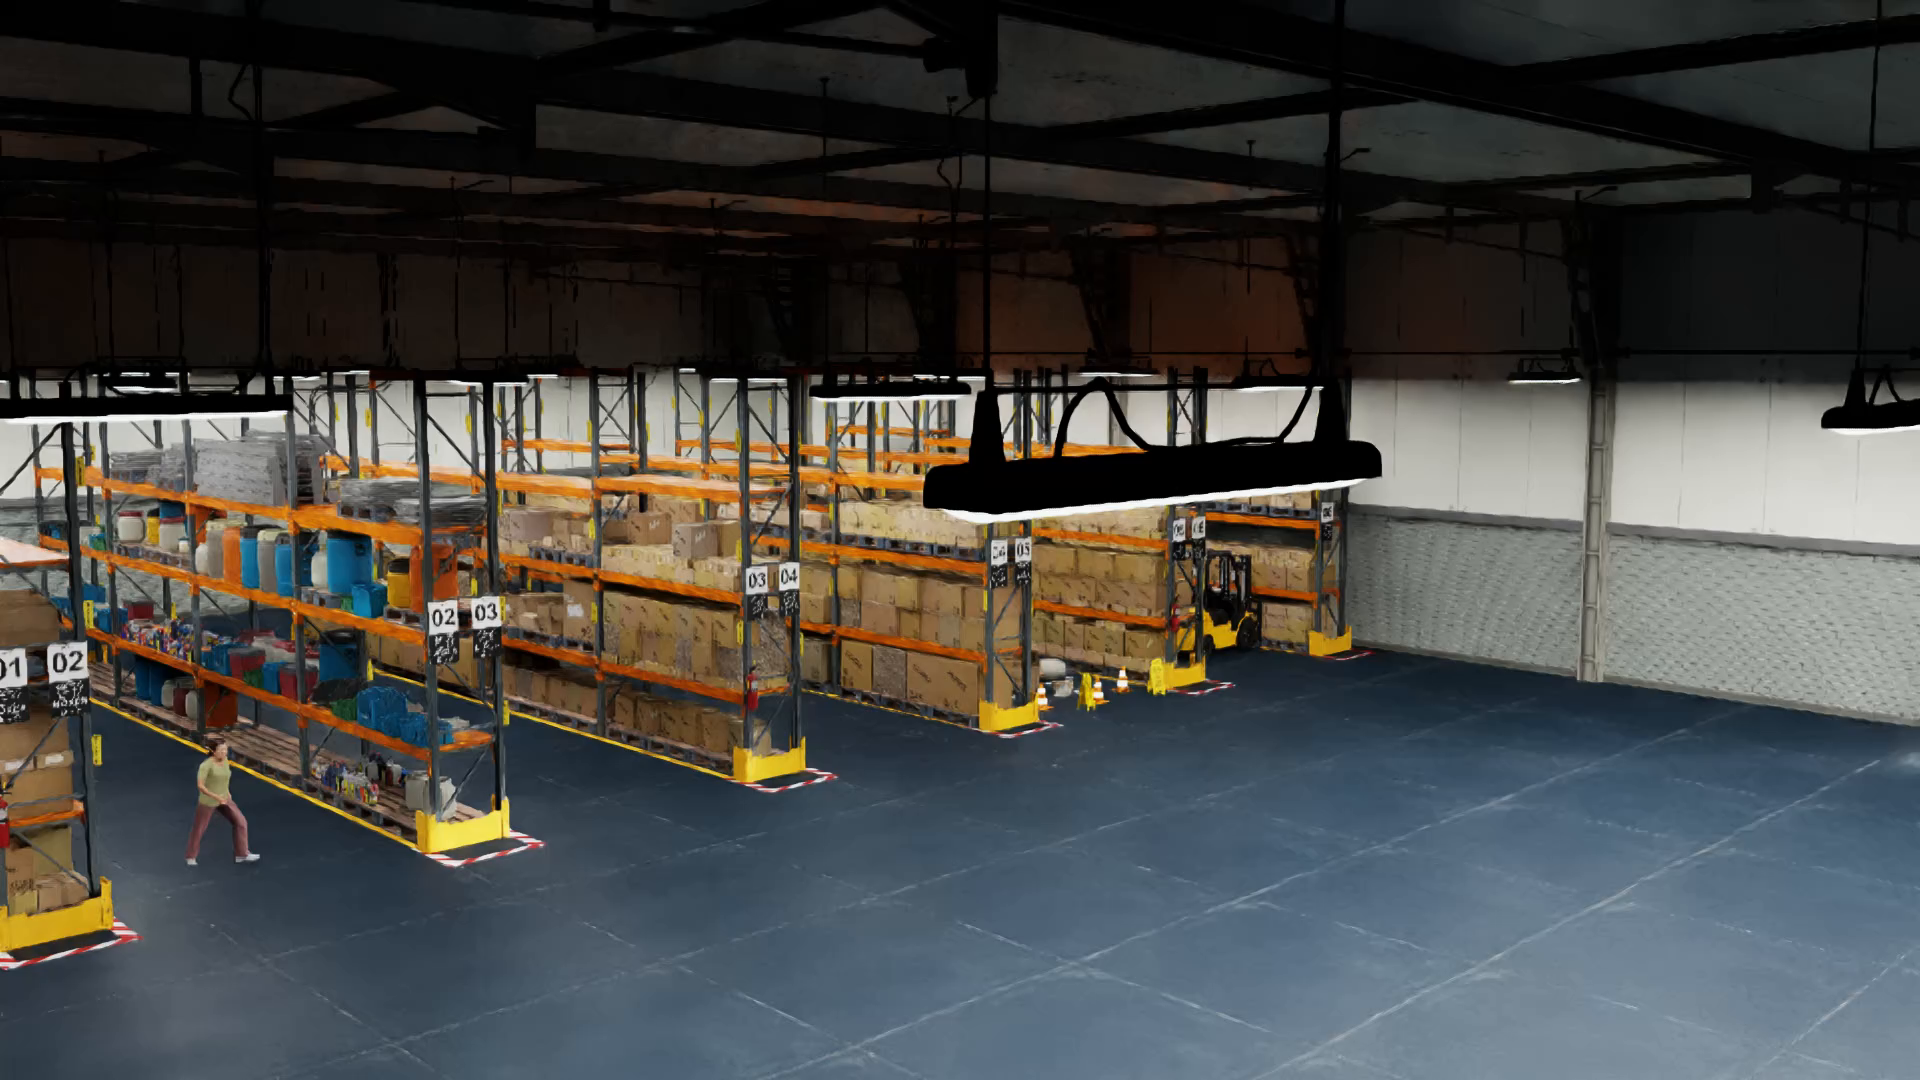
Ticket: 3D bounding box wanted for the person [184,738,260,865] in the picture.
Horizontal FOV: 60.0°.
[{"bbox_3d":[-9.205,3.210,20.542,0.817,1.599,0.620,4,7,28],"label":"person"}]
